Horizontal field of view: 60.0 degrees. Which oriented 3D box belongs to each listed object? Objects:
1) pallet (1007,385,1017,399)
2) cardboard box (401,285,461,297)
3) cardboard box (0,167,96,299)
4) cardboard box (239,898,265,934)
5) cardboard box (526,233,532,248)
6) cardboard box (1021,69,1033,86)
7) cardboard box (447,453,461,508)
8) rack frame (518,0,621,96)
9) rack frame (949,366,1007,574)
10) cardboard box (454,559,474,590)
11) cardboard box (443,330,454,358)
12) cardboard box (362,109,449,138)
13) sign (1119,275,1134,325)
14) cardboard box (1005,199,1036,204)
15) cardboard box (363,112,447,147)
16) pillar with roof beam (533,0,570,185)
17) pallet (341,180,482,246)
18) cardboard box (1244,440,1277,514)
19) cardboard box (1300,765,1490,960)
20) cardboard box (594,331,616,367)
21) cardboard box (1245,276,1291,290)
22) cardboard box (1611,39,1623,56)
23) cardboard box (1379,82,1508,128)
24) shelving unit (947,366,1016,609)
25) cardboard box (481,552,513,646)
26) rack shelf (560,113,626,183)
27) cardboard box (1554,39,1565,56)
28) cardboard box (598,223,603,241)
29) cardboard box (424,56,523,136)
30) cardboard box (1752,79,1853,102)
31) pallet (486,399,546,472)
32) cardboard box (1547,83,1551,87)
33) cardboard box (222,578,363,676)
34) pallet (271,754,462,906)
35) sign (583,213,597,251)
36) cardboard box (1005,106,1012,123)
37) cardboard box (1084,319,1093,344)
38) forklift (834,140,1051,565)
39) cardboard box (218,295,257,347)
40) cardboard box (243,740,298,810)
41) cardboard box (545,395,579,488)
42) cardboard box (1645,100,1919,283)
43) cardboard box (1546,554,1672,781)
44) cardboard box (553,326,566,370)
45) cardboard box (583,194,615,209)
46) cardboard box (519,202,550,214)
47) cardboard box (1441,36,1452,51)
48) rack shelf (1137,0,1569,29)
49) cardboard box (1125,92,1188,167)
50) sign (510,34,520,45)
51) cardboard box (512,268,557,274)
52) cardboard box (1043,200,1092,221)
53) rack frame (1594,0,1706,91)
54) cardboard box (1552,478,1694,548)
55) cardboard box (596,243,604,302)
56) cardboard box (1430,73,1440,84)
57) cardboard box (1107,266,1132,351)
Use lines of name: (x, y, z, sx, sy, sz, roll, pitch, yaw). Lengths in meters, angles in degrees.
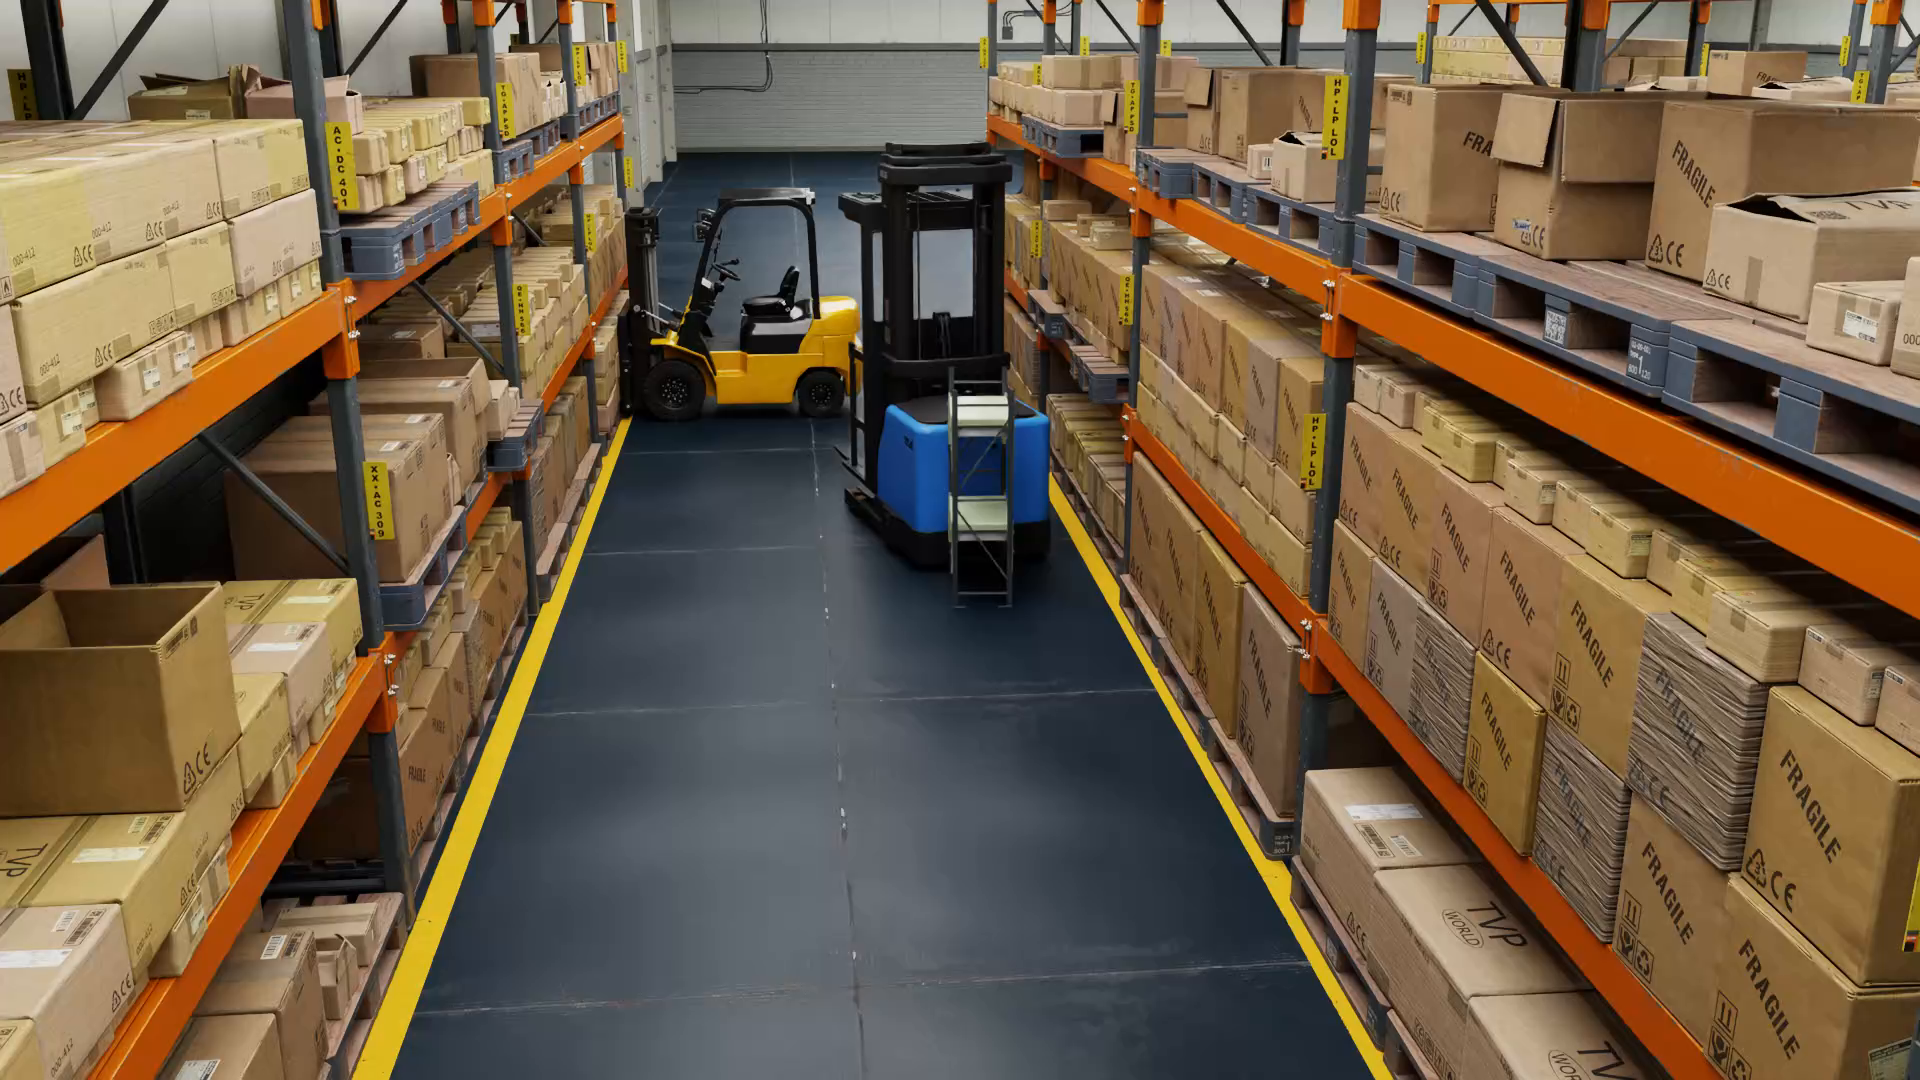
pallet: (0.983, -1.497, 17.093, 1.003, 0.211, 1.213, -2, 18, -6)
cardboard box: (-3.800, -1.742, 11.970, 0.380, 0.149, 0.250, -2, 18, -7)
cardboard box: (-2.378, -0.716, 3.861, 0.500, 0.250, 0.500, -2, 18, -6)
cardboard box: (-3.062, 1.560, 6.487, 0.500, 0.311, 0.500, -1, 17, -4)
cardboard box: (-4.088, -2.707, 15.043, 0.380, 0.149, 0.250, -1, 17, -4)
cardboard box: (0.769, -4.272, 15.358, 0.380, 0.149, 0.250, -1, 17, -4)
cardboard box: (-2.657, -0.288, 8.111, 0.396, 0.266, 0.258, -1, 17, -3)
rack frame: (-4.133, -6.164, 17.287, 1.000, 3.000, 0.127, -2, 18, -6)
rack frame: (0.124, -0.478, 11.695, 0.400, 1.500, 0.023, -1, 17, -2)
cardboard box: (-2.954, 0.219, 9.362, 0.380, 0.149, 0.250, -2, 18, -6)
cardboard box: (-3.630, -1.210, 10.940, 0.500, 0.250, 0.500, -1, 17, -4)
cardboard box: (-2.844, -2.130, 8.534, 0.380, 0.149, 0.250, -2, 18, -5)
sign: (1.090, -1.568, 10.861, 0.100, 0.325, 0.005, -2, 18, -6)
cardboard box: (0.634, -3.342, 17.650, 0.500, 0.500, 0.500, -1, 17, -4)
cardboard box: (-2.707, -1.987, 8.046, 0.380, 0.149, 0.250, -2, 18, -5)
pillar with roof beam: (-1.294, -7.849, 22.655, 9.100, 9.000, 0.400, -2, 18, -6)
pallet: (-3.002, -1.573, 7.986, 1.213, 0.211, 1.003, -2, 18, -6)
cardboard box: (1.696, -0.320, 8.105, 0.500, 0.250, 0.500, -1, 17, -4)
cardboard box: (2.000, 1.332, 7.004, 0.875, 0.438, 0.875, -2, 18, -6)
cardboard box: (-3.501, -1.782, 15.565, 0.500, 0.250, 0.500, -2, 18, -6)
cardboard box: (2.004, -1.299, 9.970, 0.500, 0.500, 0.500, -1, 17, -5)
cardboard box: (6.377, -4.657, 15.717, 0.380, 0.149, 0.250, -2, 18, -6)
cardboard box: (2.239, -1.831, 7.627, 0.500, 0.500, 0.500, -2, 18, -7)
shelving unit: (0.137, -0.368, 11.346, 0.431, 1.500, 0.755, -1, 17, -2)
cardboard box: (-3.009, 0.343, 10.049, 0.500, 0.500, 0.500, -2, 18, -6)
rack shelf: (-3.926, -3.794, 15.946, 1.077, 0.370, 4.000, -2, 18, -6)
cardboard box: (5.749, -4.561, 15.411, 0.380, 0.149, 0.250, -2, 18, -6)
cardboard box: (-3.551, -2.878, 15.586, 0.380, 0.149, 0.250, -2, 18, -6)
cardboard box: (-3.140, -2.868, 10.763, 0.500, 0.500, 0.500, -2, 18, -5)
cardboard box: (6.136, -3.194, 12.117, 0.500, 0.311, 0.500, -2, 18, -6)
pallet: (-3.168, -0.627, 9.986, 1.213, 0.211, 1.003, -2, 18, -6)
cardboard box: (5.720, -4.257, 15.773, 0.380, 0.149, 0.250, -2, 17, -5)
cardboard box: (-2.600, 0.348, 6.316, 0.500, 0.250, 0.500, -1, 17, -4)
pallet: (-3.016, 1.363, 7.983, 1.003, 0.211, 1.213, -2, 18, -6)
sign: (-3.181, -2.644, 14.290, 0.100, 0.325, 0.005, -2, 18, -6)
cardboard box: (0.653, -4.274, 16.693, 0.380, 0.149, 0.250, -2, 17, -5)
cardboard box: (1.131, -1.552, 12.330, 0.380, 0.149, 0.250, -1, 17, -5)
forklift: (-0.295, -1.624, 12.956, 1.130, 2.935, 3.031, -6, 18, -18)
cardboard box: (-2.502, -0.713, 5.352, 0.380, 0.149, 0.250, -2, 18, -6)
cardboard box: (-2.457, 0.789, 5.577, 0.380, 0.149, 0.250, -2, 18, -6)
cardboard box: (-3.583, -0.791, 13.451, 0.875, 0.625, 0.625, -2, 18, -6)
cardboard box: (2.396, -1.021, 4.879, 0.500, 0.500, 0.500, -1, 17, -5)
cardboard box: (2.037, 0.348, 4.726, 0.500, 0.500, 0.500, -2, 18, -6)
cardboard box: (-3.269, -1.444, 12.519, 0.500, 0.250, 0.500, -1, 17, -4)
cardboard box: (-3.687, -3.400, 16.753, 0.380, 0.149, 0.250, -1, 17, -4)
cardboard box: (-4.149, -3.154, 15.968, 0.380, 0.149, 0.250, -1, 17, -4)
cardboard box: (5.460, -5.395, 18.065, 0.380, 0.149, 0.250, -2, 18, -5)
rack shelf: (1.836, -2.805, 8.456, 1.077, 0.370, 4.000, -2, 18, -6)
cardboard box: (1.541, -2.834, 11.522, 0.700, 0.500, 0.500, -2, 18, -6)
sign: (-4.685, -5.172, 17.544, 0.100, 0.325, 0.005, -2, 18, -6)
cardboard box: (-3.303, -1.992, 12.765, 0.380, 0.149, 0.250, -2, 18, -5)
cardboard box: (0.913, -2.813, 14.181, 0.380, 0.149, 0.250, -2, 18, -6)
rack frame: (6.130, -5.310, 14.566, 1.000, 3.000, 0.127, -2, 18, -6)
cardboard box: (2.024, -0.081, 5.009, 0.380, 0.149, 0.250, -1, 17, -4)
cardboard box: (-3.576, -2.452, 15.314, 0.500, 0.500, 0.500, -1, 17, -5)
cardboard box: (5.434, -5.086, 18.414, 0.380, 0.149, 0.250, -2, 18, -5)
cardboard box: (1.306, -1.589, 11.367, 0.500, 0.500, 0.500, -2, 18, -7)
